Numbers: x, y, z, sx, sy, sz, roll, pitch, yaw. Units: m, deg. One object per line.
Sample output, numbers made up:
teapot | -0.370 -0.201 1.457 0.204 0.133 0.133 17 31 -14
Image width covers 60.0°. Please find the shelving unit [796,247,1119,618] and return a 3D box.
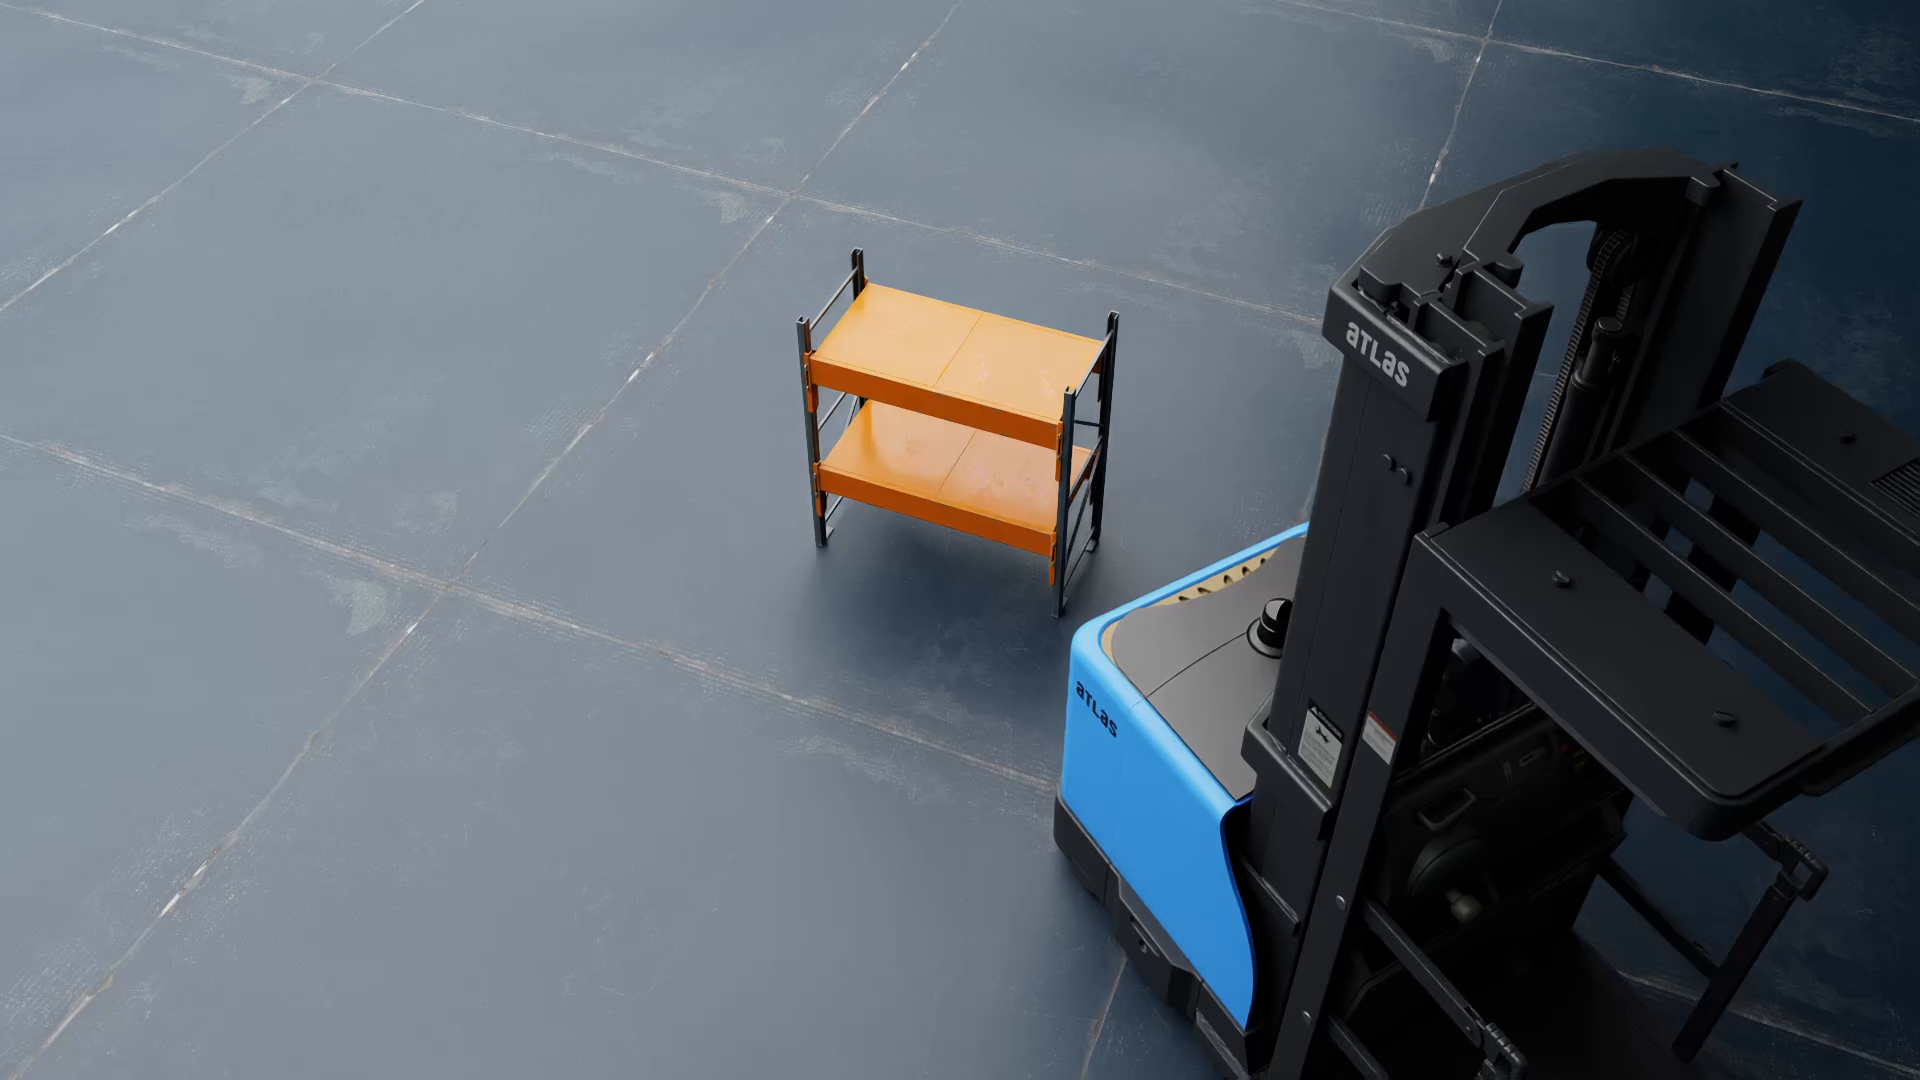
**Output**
shelving unit | -0.006 -0.401 6.355 1.048 1.125 0.538 16 47 16

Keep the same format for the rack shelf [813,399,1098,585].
rack shelf | -0.006 -0.227 6.528 1.000 0.278 0.538 16 47 16

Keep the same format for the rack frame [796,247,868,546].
rack frame | -0.475 -0.539 6.494 0.032 1.125 0.500 16 47 16

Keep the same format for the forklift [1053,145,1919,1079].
forklift | 1.505 0.707 3.961 1.130 2.935 3.031 -23 49 -21

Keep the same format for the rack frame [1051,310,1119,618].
rack frame | 0.463 -0.263 6.216 0.032 1.125 0.500 16 47 16

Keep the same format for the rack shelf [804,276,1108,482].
rack shelf | -0.006 -0.608 6.149 1.000 0.278 0.538 16 47 16
